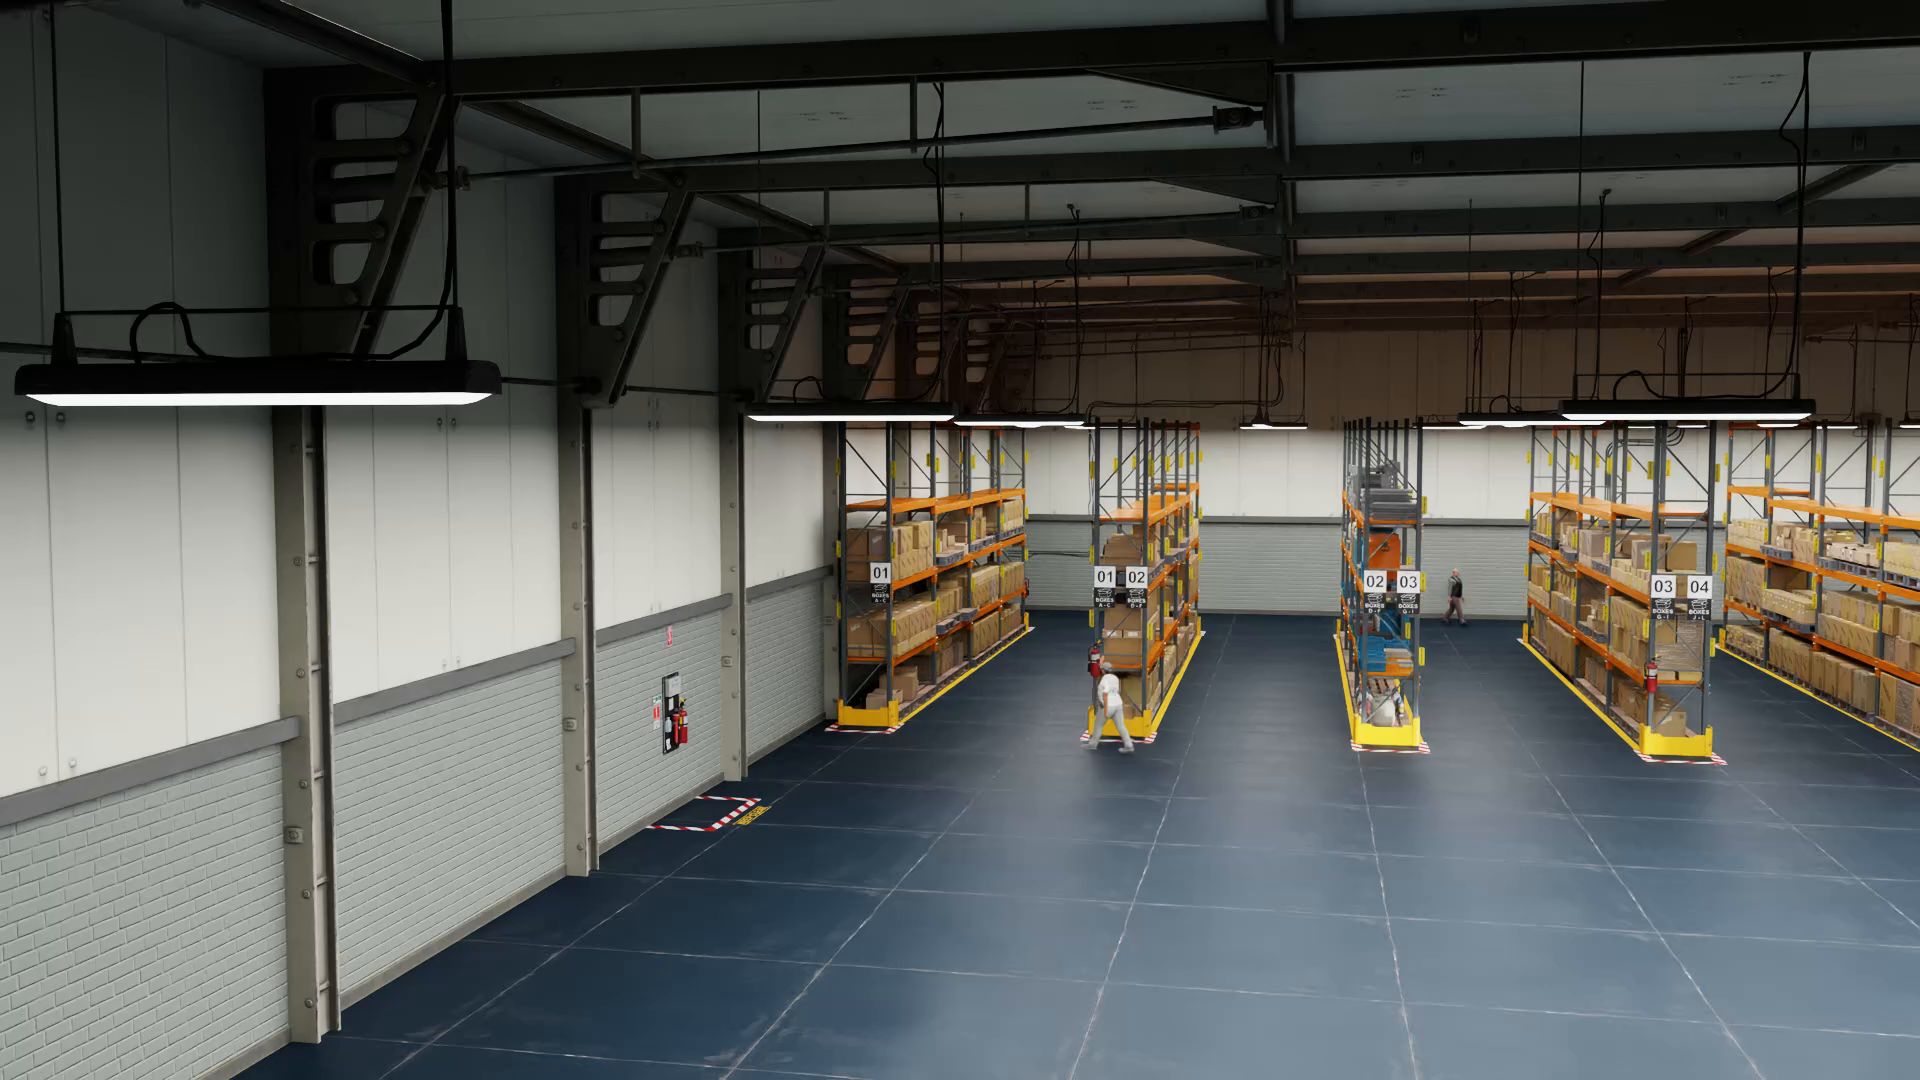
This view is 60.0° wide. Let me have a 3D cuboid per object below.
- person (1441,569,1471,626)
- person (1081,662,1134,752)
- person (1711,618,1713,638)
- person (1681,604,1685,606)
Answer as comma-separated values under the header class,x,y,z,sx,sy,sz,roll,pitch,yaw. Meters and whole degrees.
class,x,y,z,sx,sy,sz,roll,pitch,yaw
person,14.703,1.689,49.178,0.959,1.688,0.561,3,5,39
person,2.661,2.978,29.722,1.026,1.598,0.526,3,5,43
person,17.770,2.346,39.817,0.524,1.543,0.952,1,4,17
person,20.181,1.809,46.429,0.738,1.763,0.607,3,4,34
